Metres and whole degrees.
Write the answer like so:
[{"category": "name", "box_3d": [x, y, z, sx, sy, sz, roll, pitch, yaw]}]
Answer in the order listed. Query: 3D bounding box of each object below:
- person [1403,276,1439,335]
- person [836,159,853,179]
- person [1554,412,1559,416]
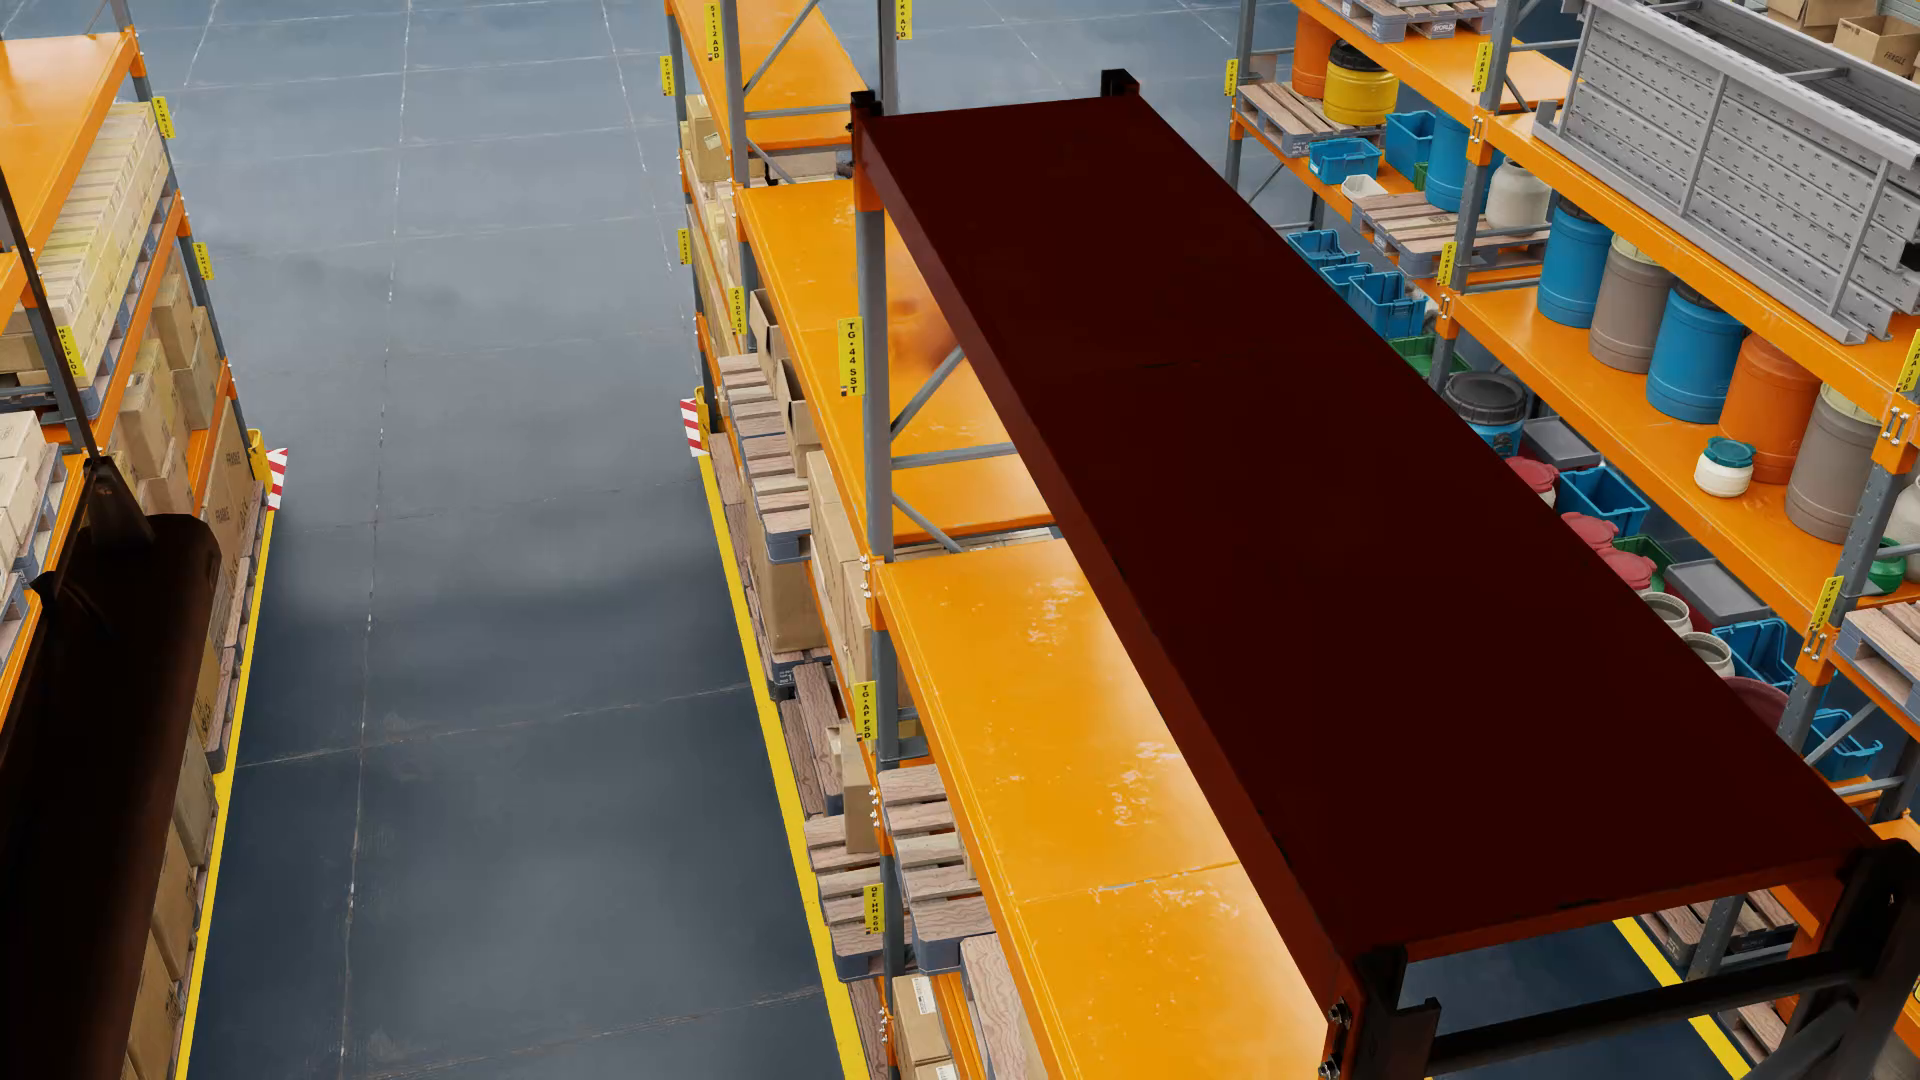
[{"category": "person", "box_3d": [4.456, -2.291, 15.921, 0.646, 1.723, 0.560, -13, 36, -18]}, {"category": "person", "box_3d": [-1.585, -4.936, 19.808, 0.803, 1.689, 0.668, 7, 35, 10]}, {"category": "person", "box_3d": [5.373, -1.156, 14.410, 0.549, 1.552, 0.556, -17, 38, -24]}]
